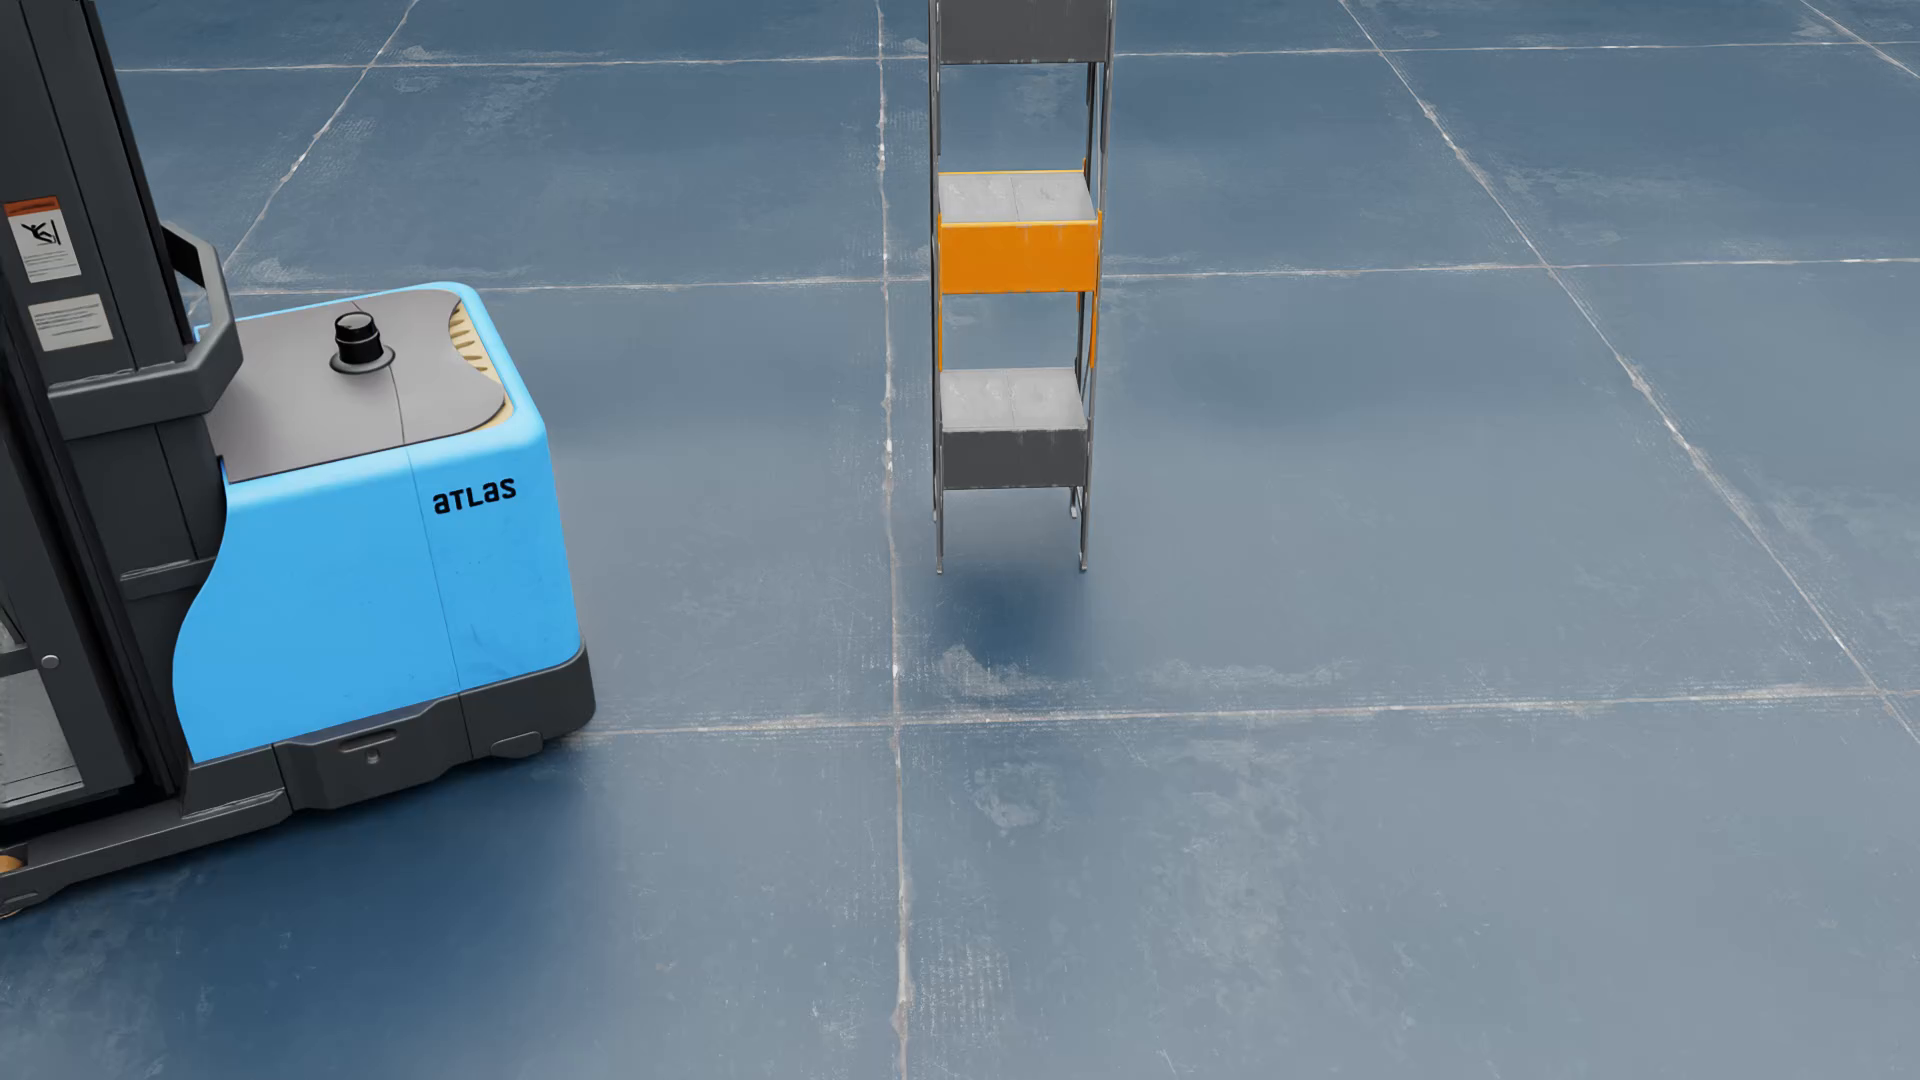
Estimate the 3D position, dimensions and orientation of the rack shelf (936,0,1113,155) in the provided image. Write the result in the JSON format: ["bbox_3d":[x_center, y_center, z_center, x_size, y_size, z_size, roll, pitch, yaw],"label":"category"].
[{"bbox_3d":[0.165,-1.432,4.768,0.480,0.518,0.431,-2,35,-2],"label":"rack shelf"}]

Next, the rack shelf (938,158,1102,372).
[{"bbox_3d":[0.165,-0.857,5.167,0.480,0.518,0.431,-2,35,-2],"label":"rack shelf"}]

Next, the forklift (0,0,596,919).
[{"bbox_3d":[-2.632,-0.516,3.920,3.031,2.935,1.130,-15,37,-20],"label":"forklift"}]

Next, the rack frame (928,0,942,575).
[{"bbox_3d":[-0.078,-0.861,5.149,0.015,2.100,0.400,-2,35,-2],"label":"rack frame"}]

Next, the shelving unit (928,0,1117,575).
[{"bbox_3d":[0.165,-0.868,5.159,0.503,2.100,0.431,-2,35,-2],"label":"shelving unit"}]

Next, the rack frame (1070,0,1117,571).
[{"bbox_3d":[0.409,-0.874,5.168,0.015,2.100,0.400,-2,35,-2],"label":"rack frame"}]

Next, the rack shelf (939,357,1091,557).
[{"bbox_3d":[0.165,-0.281,5.565,0.480,0.518,0.431,-2,35,-2],"label":"rack shelf"}]
